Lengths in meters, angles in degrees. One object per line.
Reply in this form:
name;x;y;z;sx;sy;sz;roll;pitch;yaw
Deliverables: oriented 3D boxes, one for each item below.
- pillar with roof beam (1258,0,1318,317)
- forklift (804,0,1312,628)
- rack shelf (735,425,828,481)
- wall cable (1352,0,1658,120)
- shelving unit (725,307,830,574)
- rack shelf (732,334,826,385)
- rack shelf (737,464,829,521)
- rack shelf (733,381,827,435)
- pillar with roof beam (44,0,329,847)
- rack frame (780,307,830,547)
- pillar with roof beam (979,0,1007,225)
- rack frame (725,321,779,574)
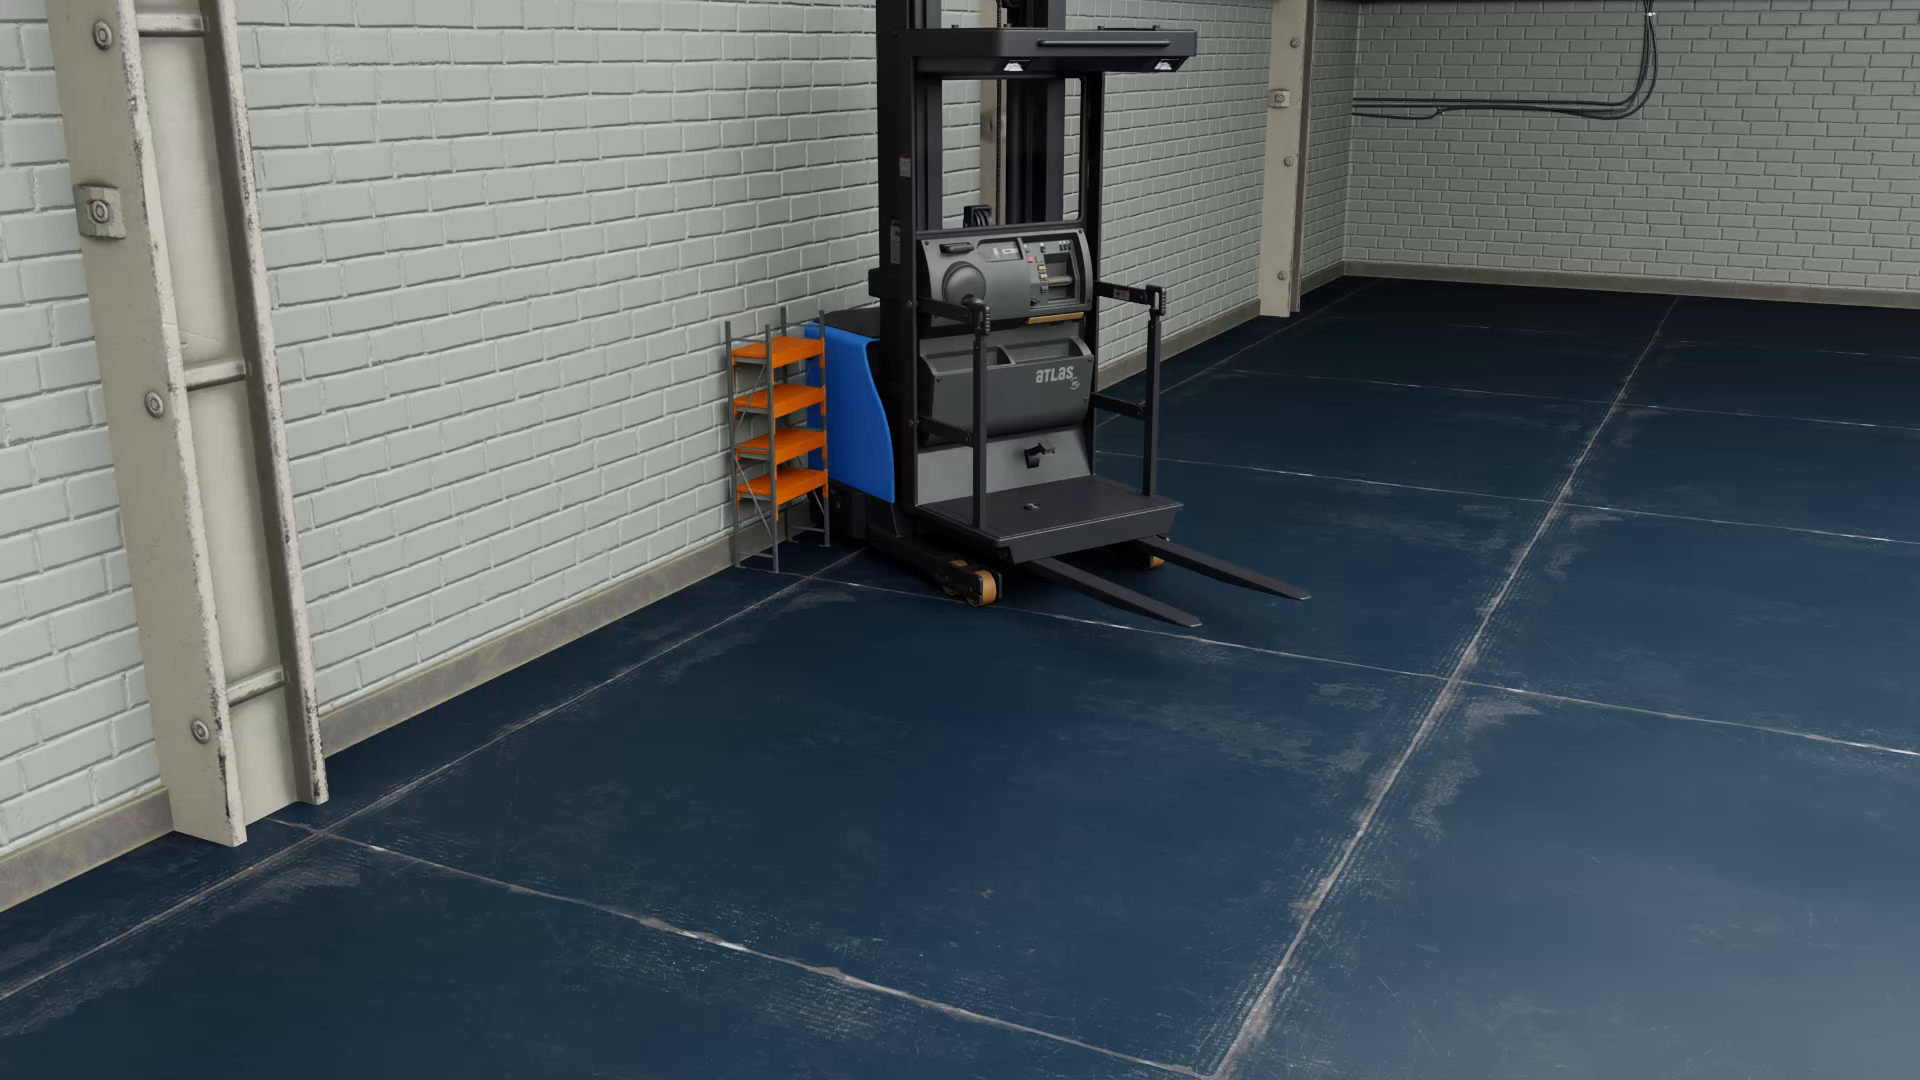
pillar with roof beam;6.869;-5.922;12.656;9.100;9.000;0.400;8;18;25
forklift;0.348;-1.258;7.612;1.130;2.935;3.031;-11;20;-32
rack shelf;-0.876;-0.427;8.091;0.258;0.148;0.480;8;18;25
wall cable;5.517;-5.563;16.902;3.097;2.526;0.112;8;18;25
shelving unit;-0.876;-0.491;8.072;0.258;1.200;0.503;8;18;25
rack shelf;-0.876;-0.868;7.960;0.258;0.148;0.480;8;18;25
rack shelf;-0.876;-0.237;8.147;0.258;0.148;0.480;8;18;25
rack shelf;-0.876;-0.641;8.027;0.258;0.148;0.480;8;18;25
pillar with roof beam;1.507;-2.865;2.365;9.100;9.000;0.400;8;18;25
rack frame;-0.770;-0.554;8.282;0.240;1.200;0.015;8;18;25
pillar with roof beam;4.188;-4.393;7.511;9.100;9.000;0.400;8;18;25
rack frame;-0.982;-0.429;7.861;0.240;1.200;0.015;8;18;25
